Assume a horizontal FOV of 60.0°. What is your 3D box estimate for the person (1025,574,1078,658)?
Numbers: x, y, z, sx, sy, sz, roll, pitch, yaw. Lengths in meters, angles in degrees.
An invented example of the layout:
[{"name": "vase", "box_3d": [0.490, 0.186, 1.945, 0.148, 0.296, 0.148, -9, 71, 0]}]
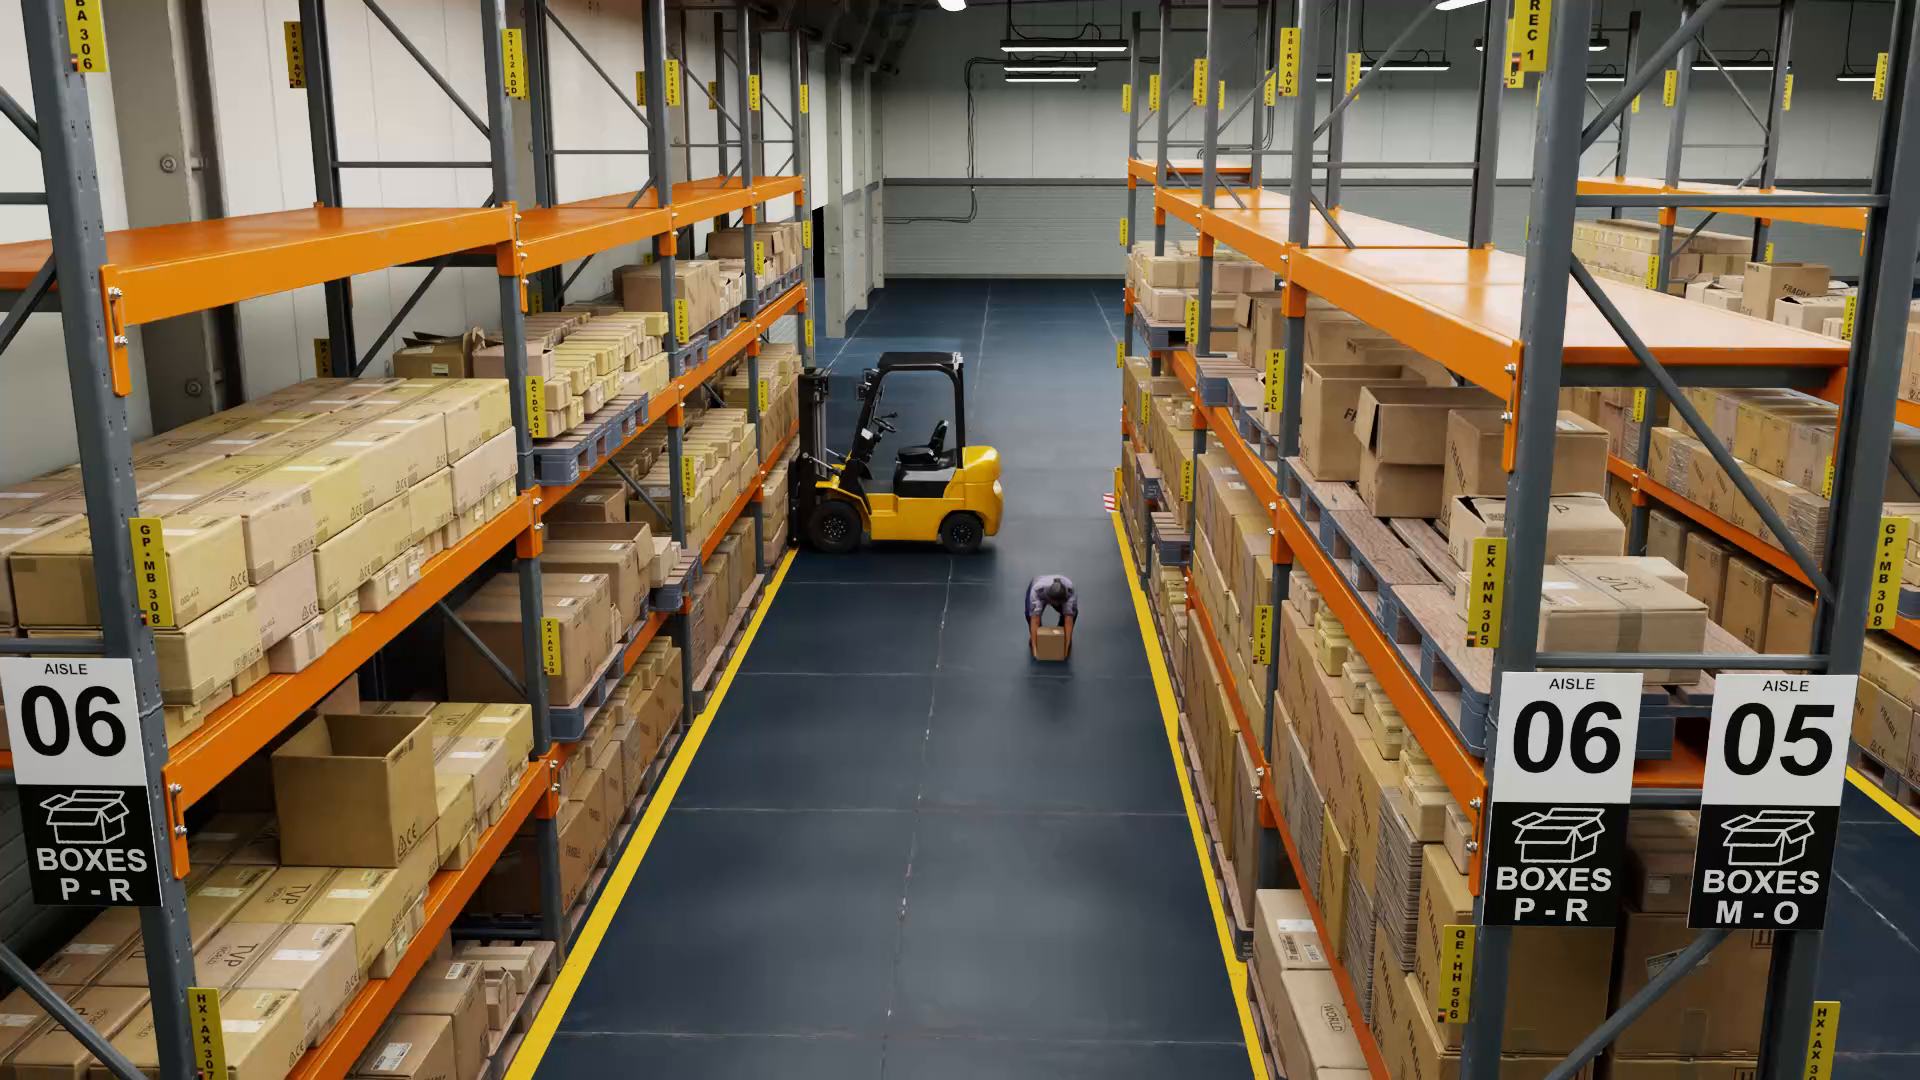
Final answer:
[{"name": "person", "box_3d": [0.841, 0.652, 15.364, 0.490, 0.748, 0.875, 0, 14, 0]}]
